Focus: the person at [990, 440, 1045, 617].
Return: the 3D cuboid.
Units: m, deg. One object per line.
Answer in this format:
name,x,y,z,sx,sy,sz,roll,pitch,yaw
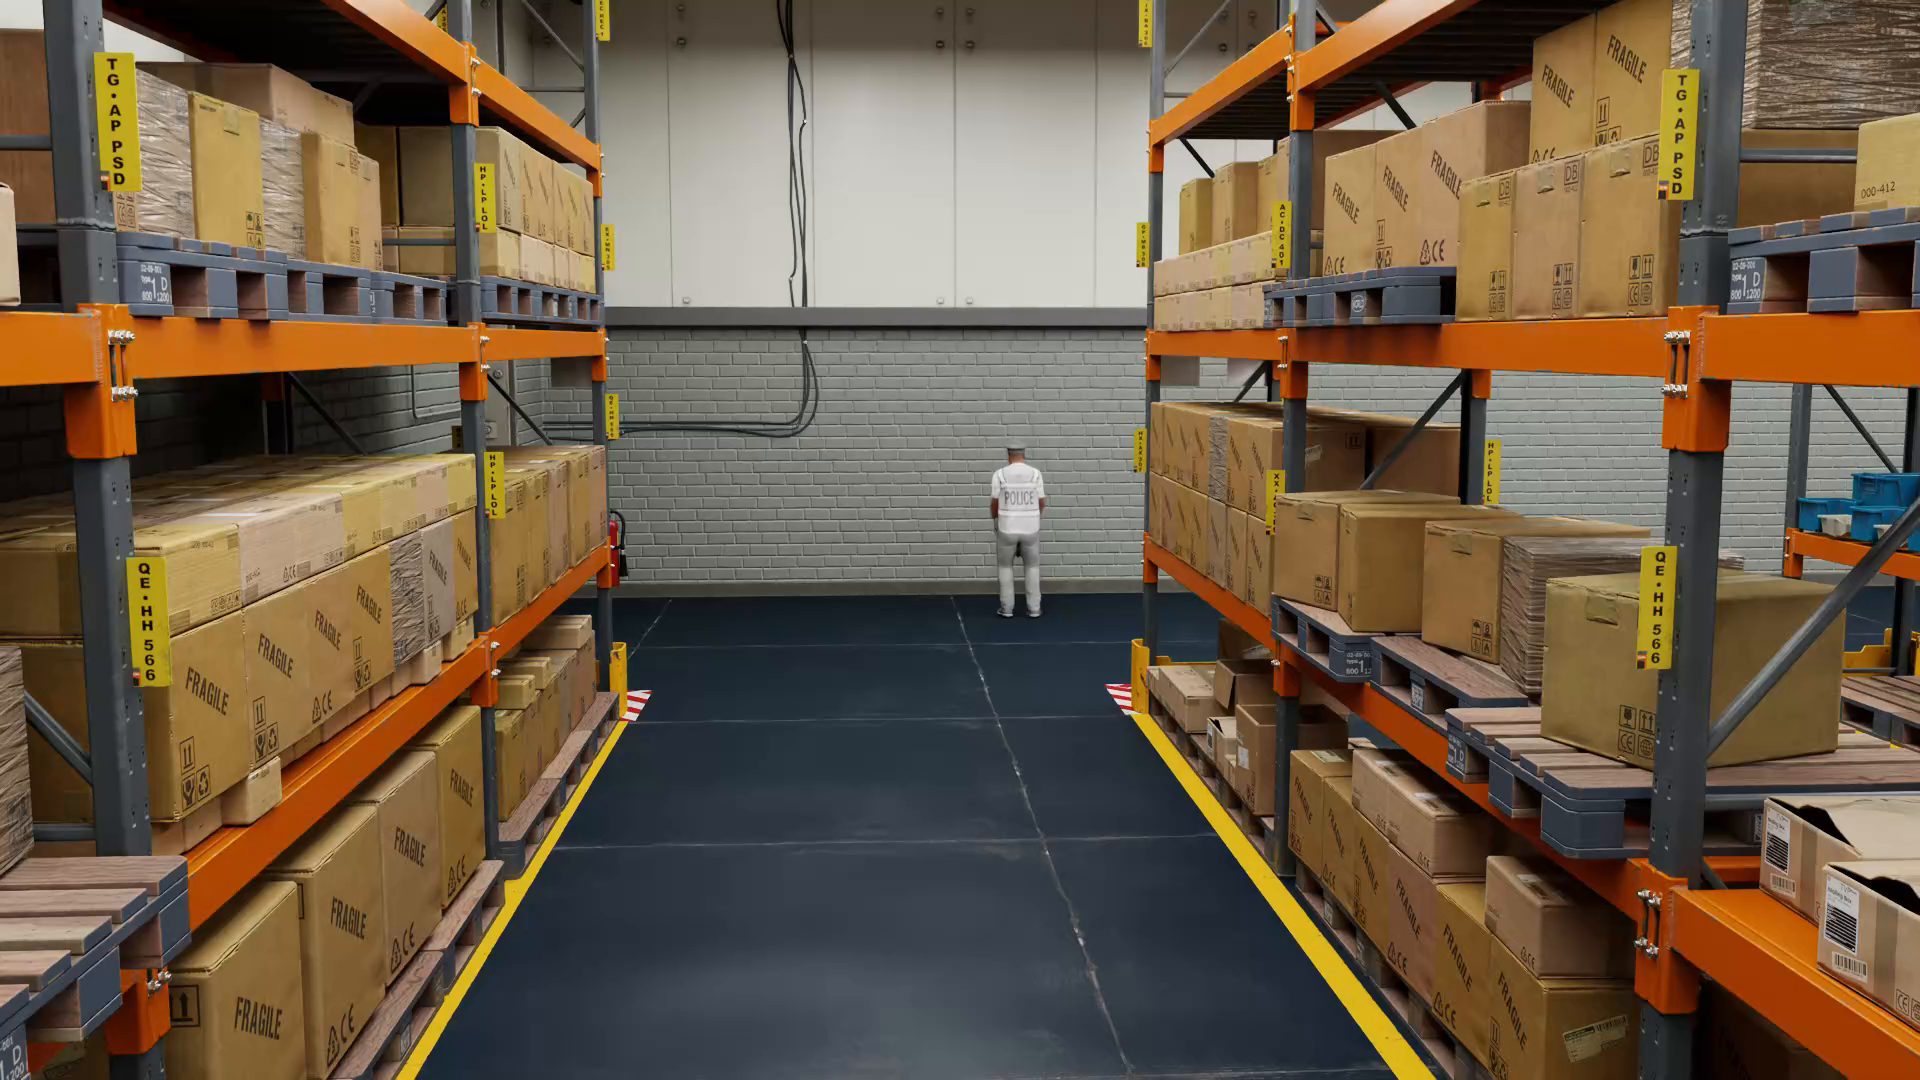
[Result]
person,0.570,-0.109,16.563,0.547,1.763,0.470,-1,7,-5
